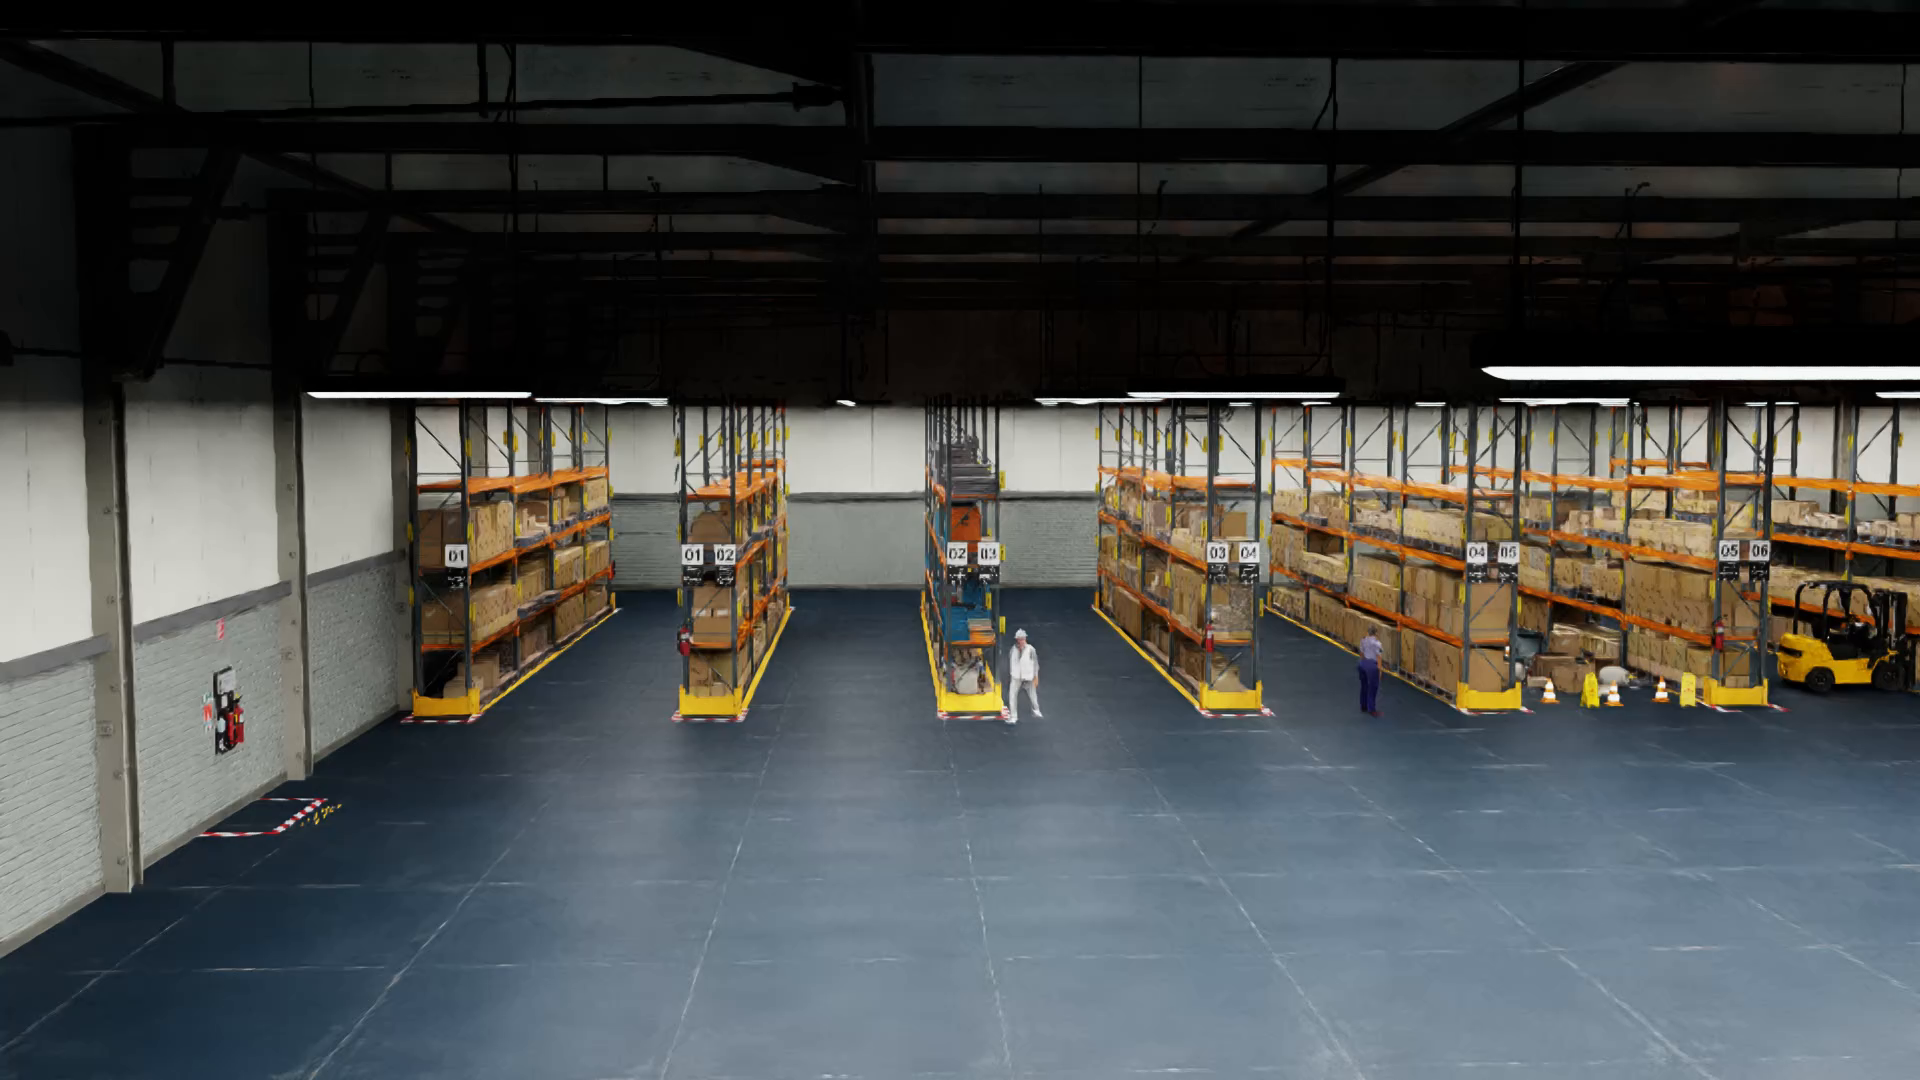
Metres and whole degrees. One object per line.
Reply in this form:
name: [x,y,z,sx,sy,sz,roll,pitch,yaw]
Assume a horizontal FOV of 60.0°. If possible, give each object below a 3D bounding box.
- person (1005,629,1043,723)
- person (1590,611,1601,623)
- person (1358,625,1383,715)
person: [1.173,2.469,30.381,0.574,1.721,0.955,2,5,19]
person: [16.796,1.310,44.422,0.642,1.771,0.692,2,5,21]
person: [7.746,2.419,31.245,0.445,1.658,0.579,-3,5,-32]
